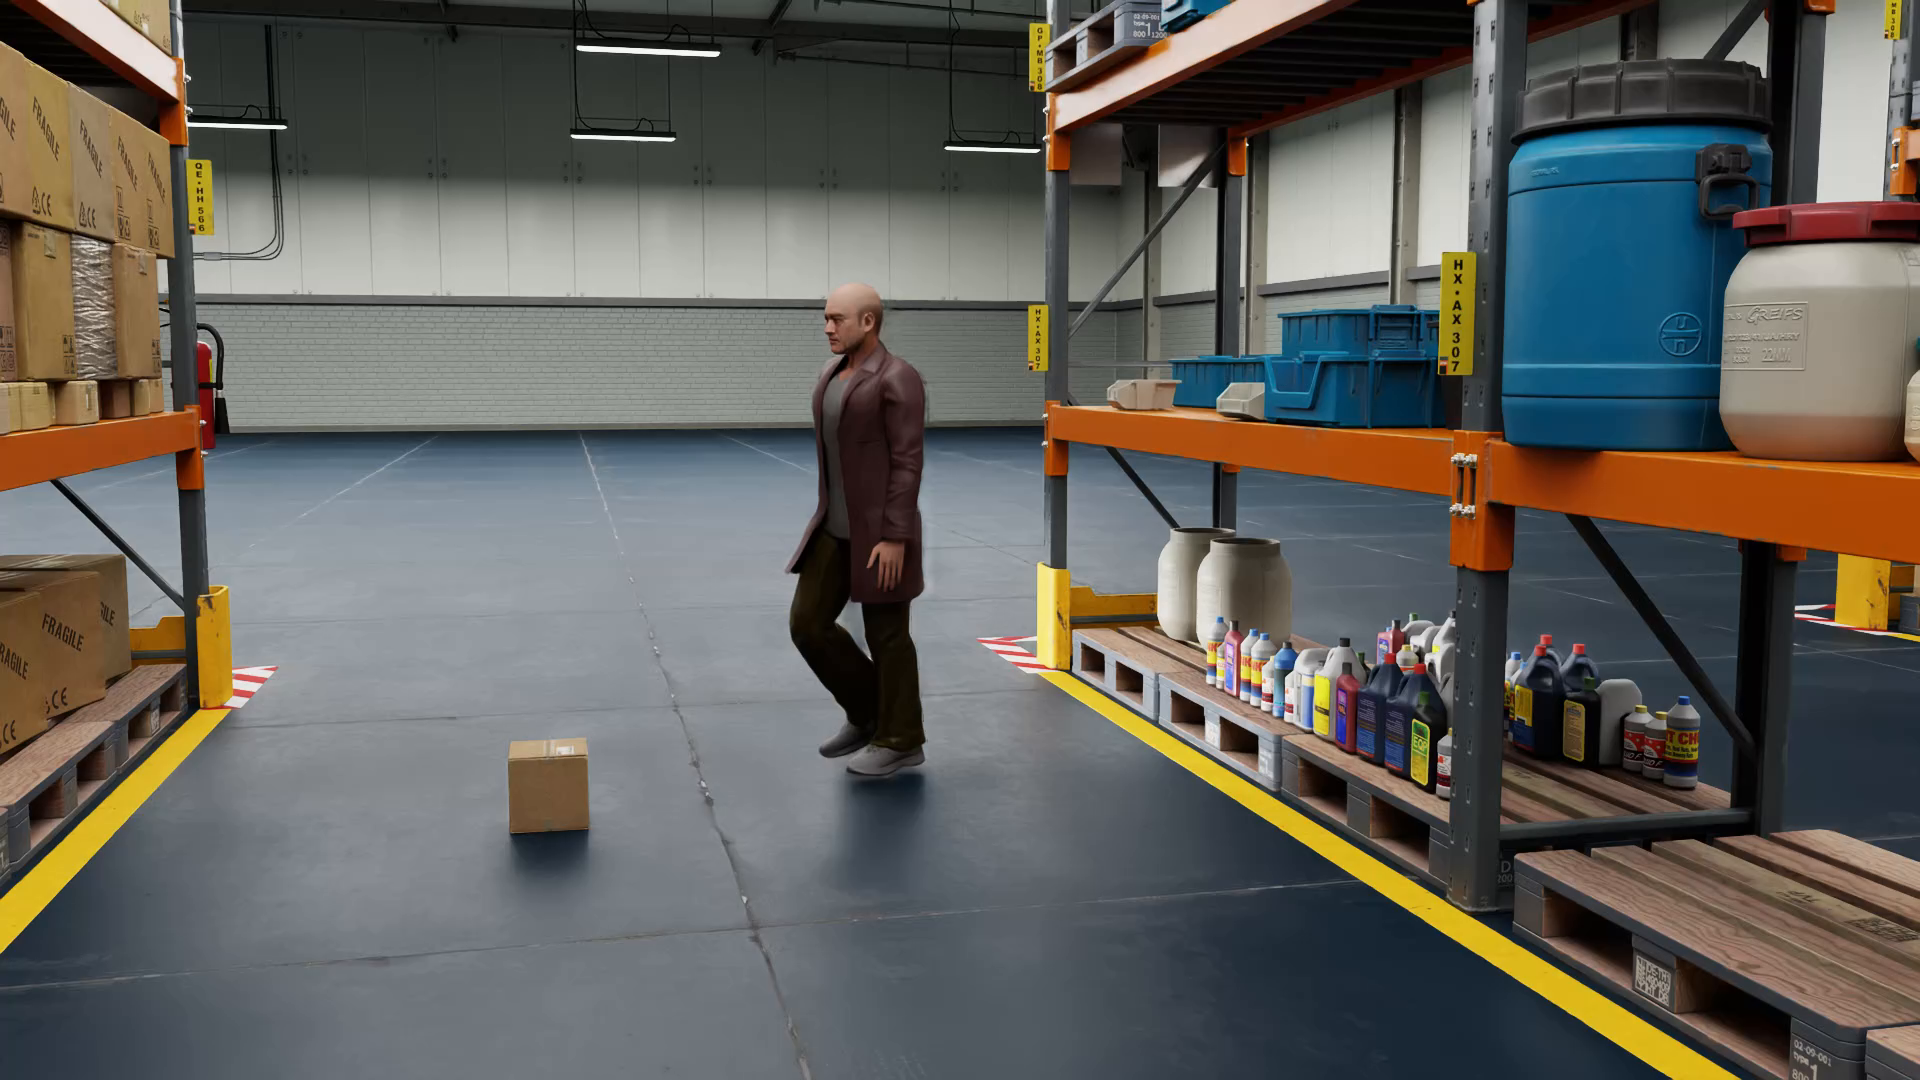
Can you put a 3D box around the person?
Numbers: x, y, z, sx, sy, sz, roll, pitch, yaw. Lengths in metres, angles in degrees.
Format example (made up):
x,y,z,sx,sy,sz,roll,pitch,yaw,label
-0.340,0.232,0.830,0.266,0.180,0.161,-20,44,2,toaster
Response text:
x,y,z,sx,sy,sz,roll,pitch,yaw,label
-0.334,-0.030,5.981,0.503,1.768,0.606,-6,8,-44,person
